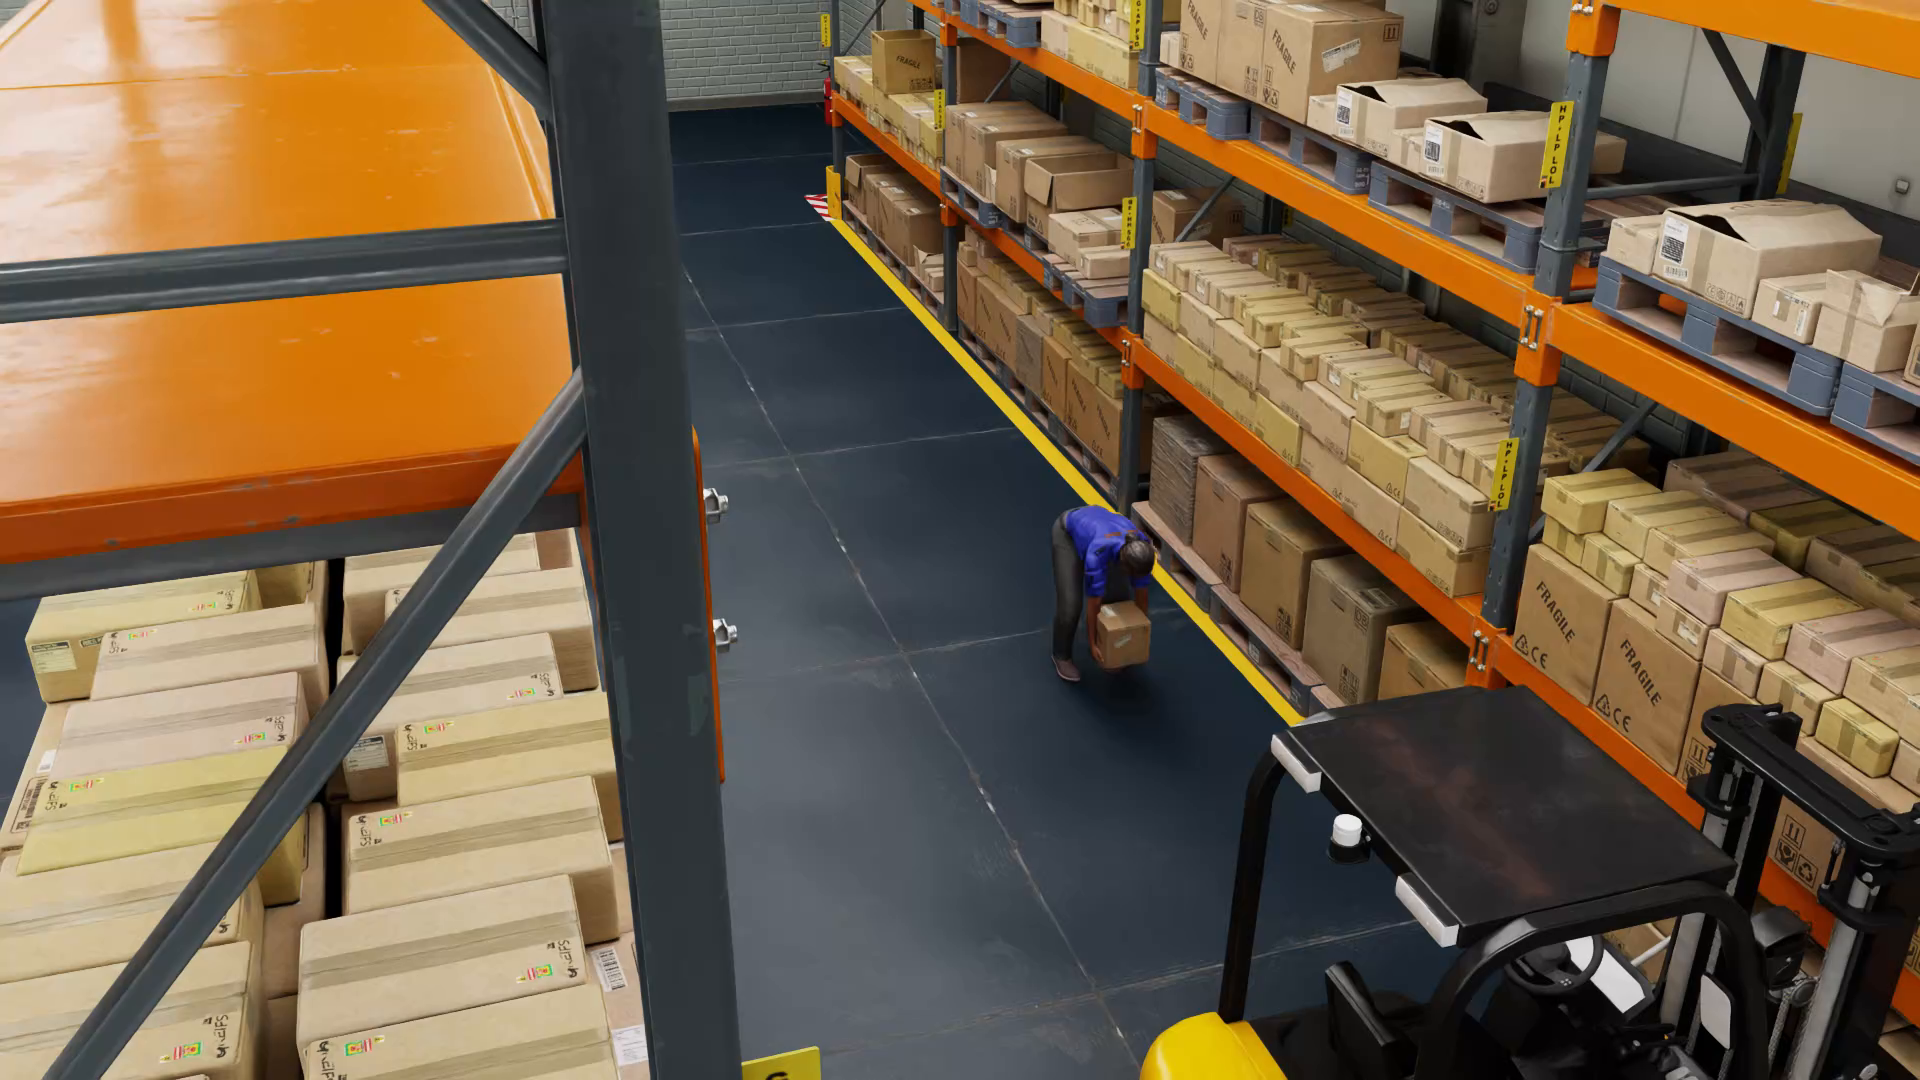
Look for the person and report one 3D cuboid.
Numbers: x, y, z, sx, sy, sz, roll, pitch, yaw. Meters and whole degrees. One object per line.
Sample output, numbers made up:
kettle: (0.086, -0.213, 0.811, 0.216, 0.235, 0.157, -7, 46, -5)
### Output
person: (0.712, -0.022, 9.167, 0.525, 1.653, 0.348, -11, 28, -21)
